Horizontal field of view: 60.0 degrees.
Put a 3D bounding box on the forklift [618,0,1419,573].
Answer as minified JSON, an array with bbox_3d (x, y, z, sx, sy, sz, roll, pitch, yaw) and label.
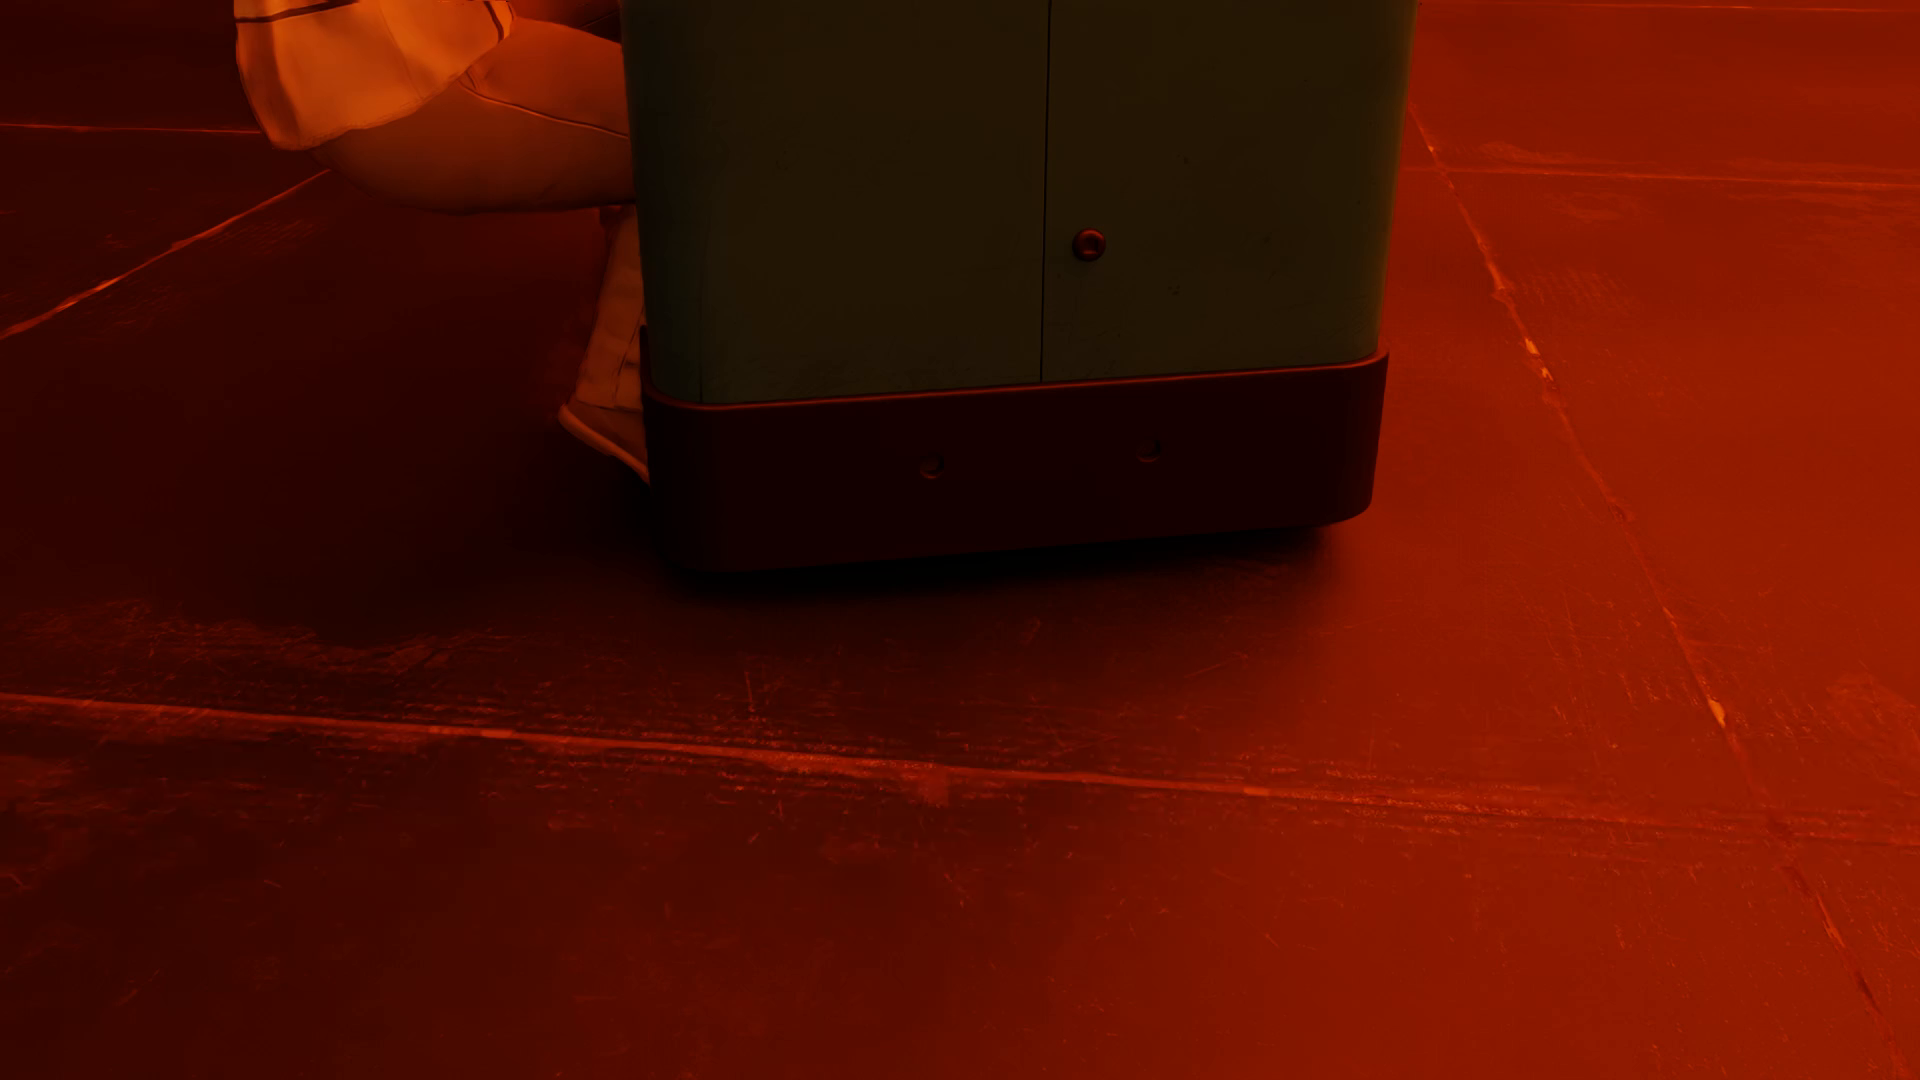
[{"bbox_3d":[-0.159,-1.901,3.028,1.130,2.935,3.031,-5,27,-9],"label":"forklift"}]

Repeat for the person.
[{"bbox_3d":[-0.584,-0.750,2.357,0.822,1.409,0.973,-18,32,-32],"label":"person"}]
